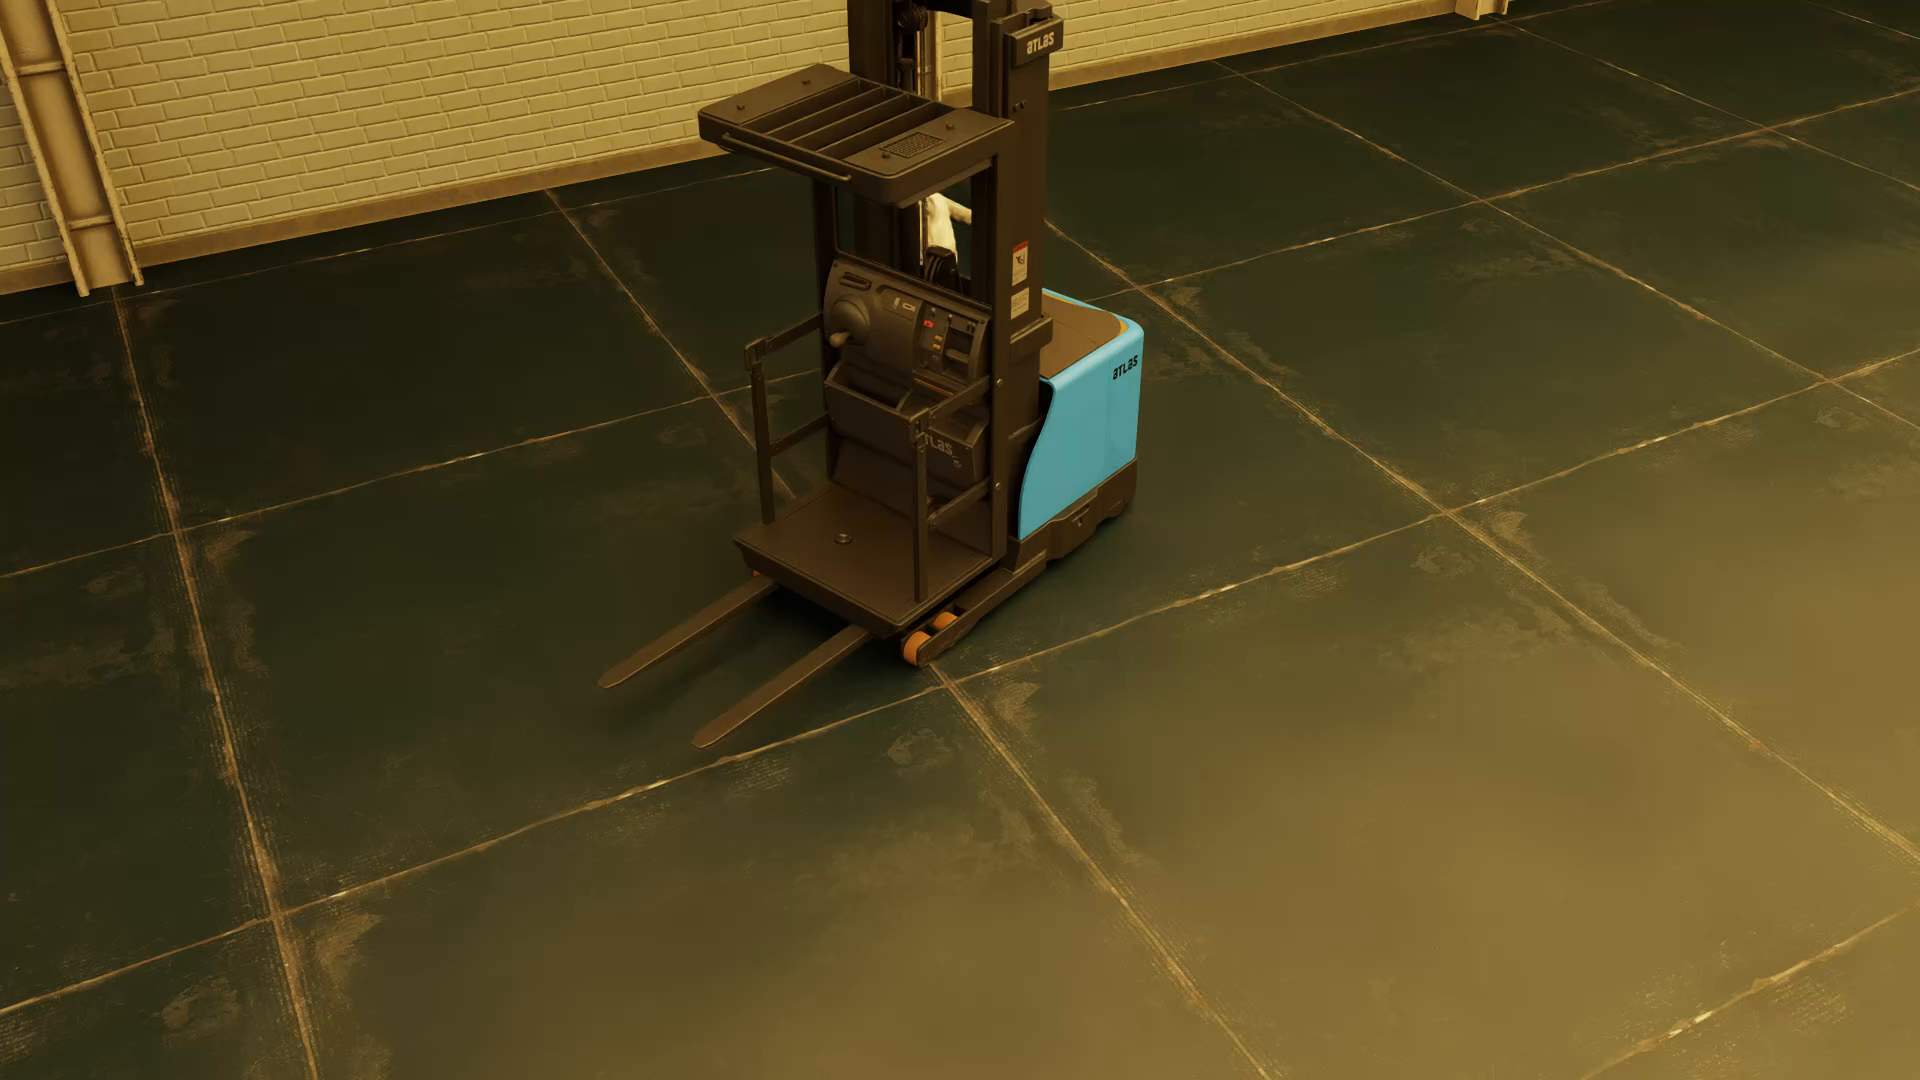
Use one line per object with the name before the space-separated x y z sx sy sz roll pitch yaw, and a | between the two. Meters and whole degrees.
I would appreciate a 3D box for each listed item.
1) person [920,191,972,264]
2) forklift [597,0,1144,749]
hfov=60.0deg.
person | -0.135 -1.533 9.384 0.788 1.686 0.703 -12 37 -16
forklift | -0.390 -0.927 7.434 1.130 2.935 3.031 26 43 31
